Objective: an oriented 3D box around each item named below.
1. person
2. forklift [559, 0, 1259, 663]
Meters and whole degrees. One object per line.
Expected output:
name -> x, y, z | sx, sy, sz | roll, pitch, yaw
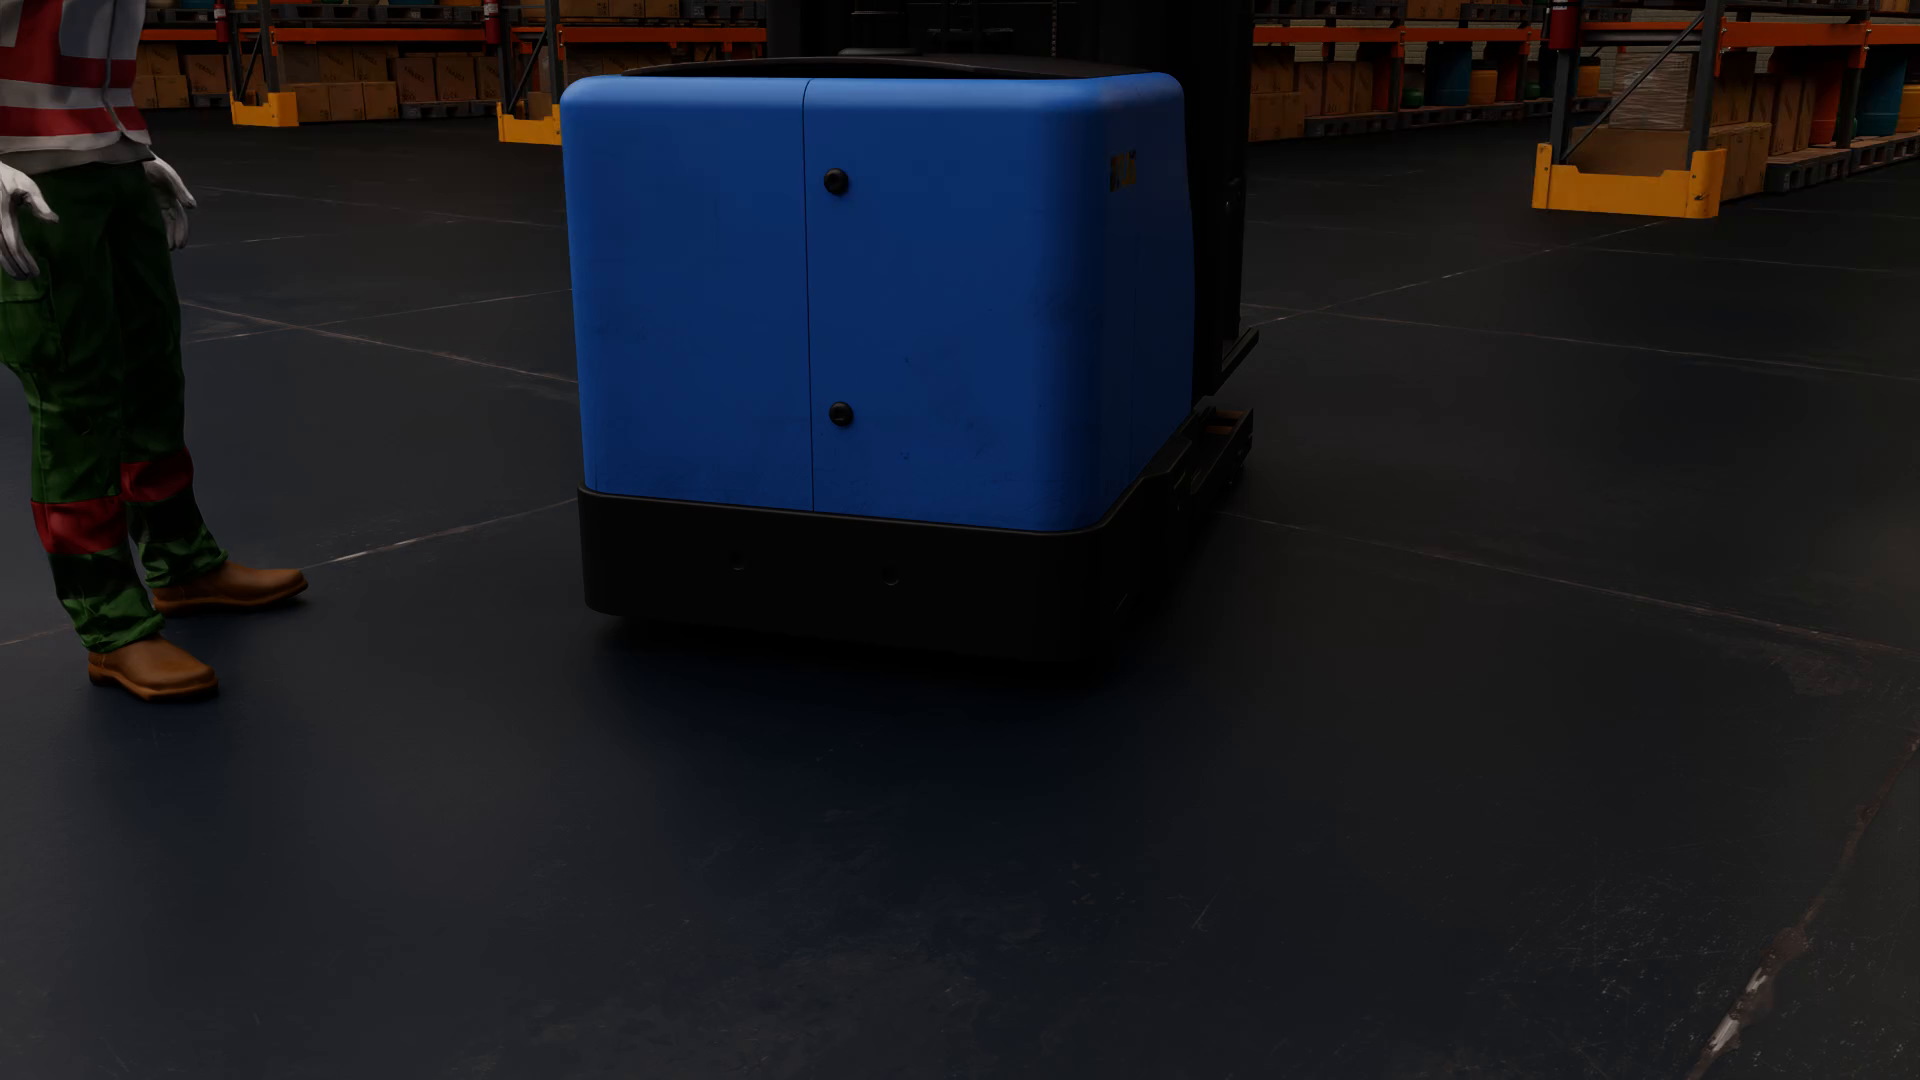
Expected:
person -> -1.551, -0.636, 2.979 | 0.476, 1.779, 0.687 | 0, 17, 1
forklift -> 0.182, -1.571, 4.072 | 1.130, 2.935, 3.031 | 5, 18, 17
